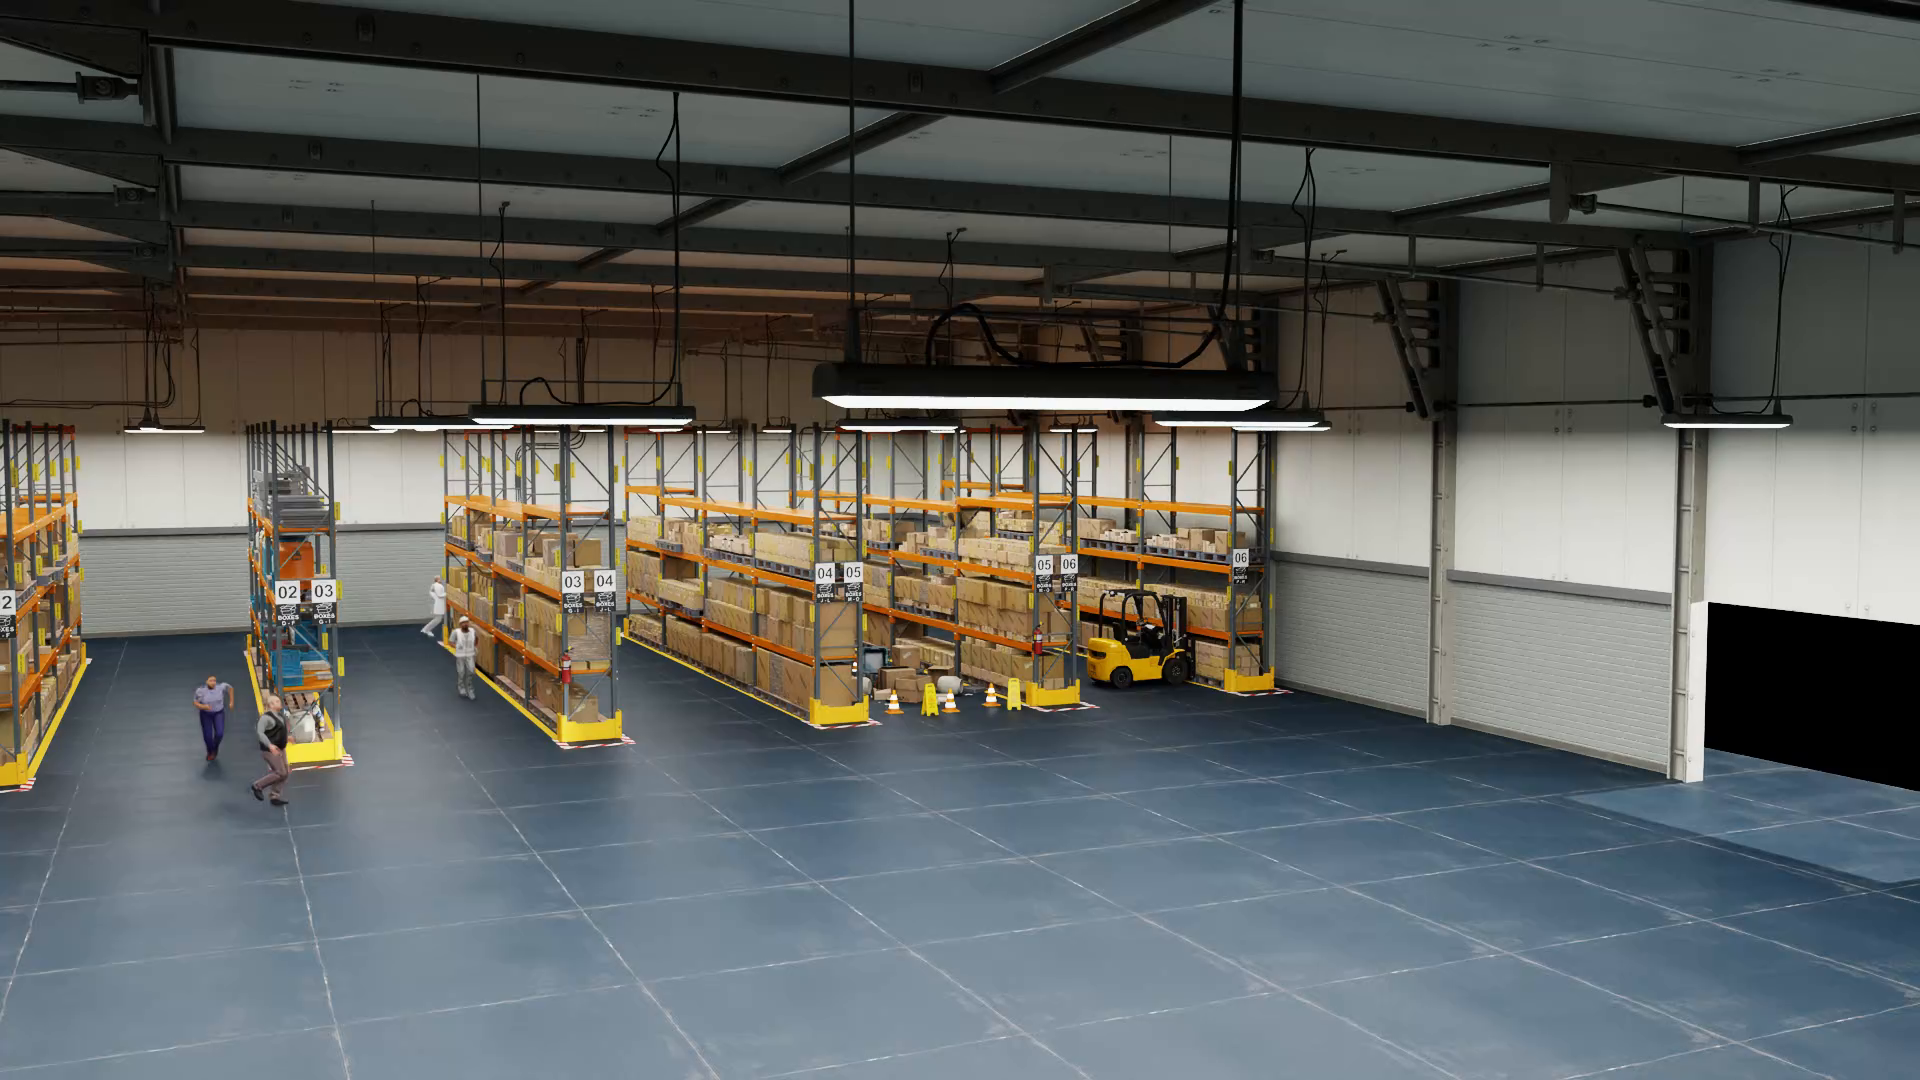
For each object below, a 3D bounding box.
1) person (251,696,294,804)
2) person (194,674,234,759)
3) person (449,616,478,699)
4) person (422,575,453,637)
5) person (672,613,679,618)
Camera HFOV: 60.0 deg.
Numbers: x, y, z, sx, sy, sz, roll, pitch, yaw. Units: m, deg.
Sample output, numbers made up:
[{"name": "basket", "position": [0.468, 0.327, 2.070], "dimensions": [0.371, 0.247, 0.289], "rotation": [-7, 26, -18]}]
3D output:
[{"name": "person", "position": [-10.703, 3.267, 25.874], "dimensions": [0.580, 1.697, 0.680], "rotation": [0, 4, 0]}, {"name": "person", "position": [-13.118, 3.109, 29.255], "dimensions": [0.660, 1.548, 0.767], "rotation": [-2, 4, -29]}, {"name": "person", "position": [-10.820, 2.576, 36.313], "dimensions": [0.659, 1.829, 0.759], "rotation": [-2, 4, -24]}, {"name": "person", "position": [-14.664, 1.870, 46.901], "dimensions": [1.015, 1.777, 0.709], "rotation": [-1, 4, -16]}, {"name": "person", "position": [-8.236, 1.842, 48.934], "dimensions": [0.692, 1.762, 0.721], "rotation": [4, 5, 44]}]
